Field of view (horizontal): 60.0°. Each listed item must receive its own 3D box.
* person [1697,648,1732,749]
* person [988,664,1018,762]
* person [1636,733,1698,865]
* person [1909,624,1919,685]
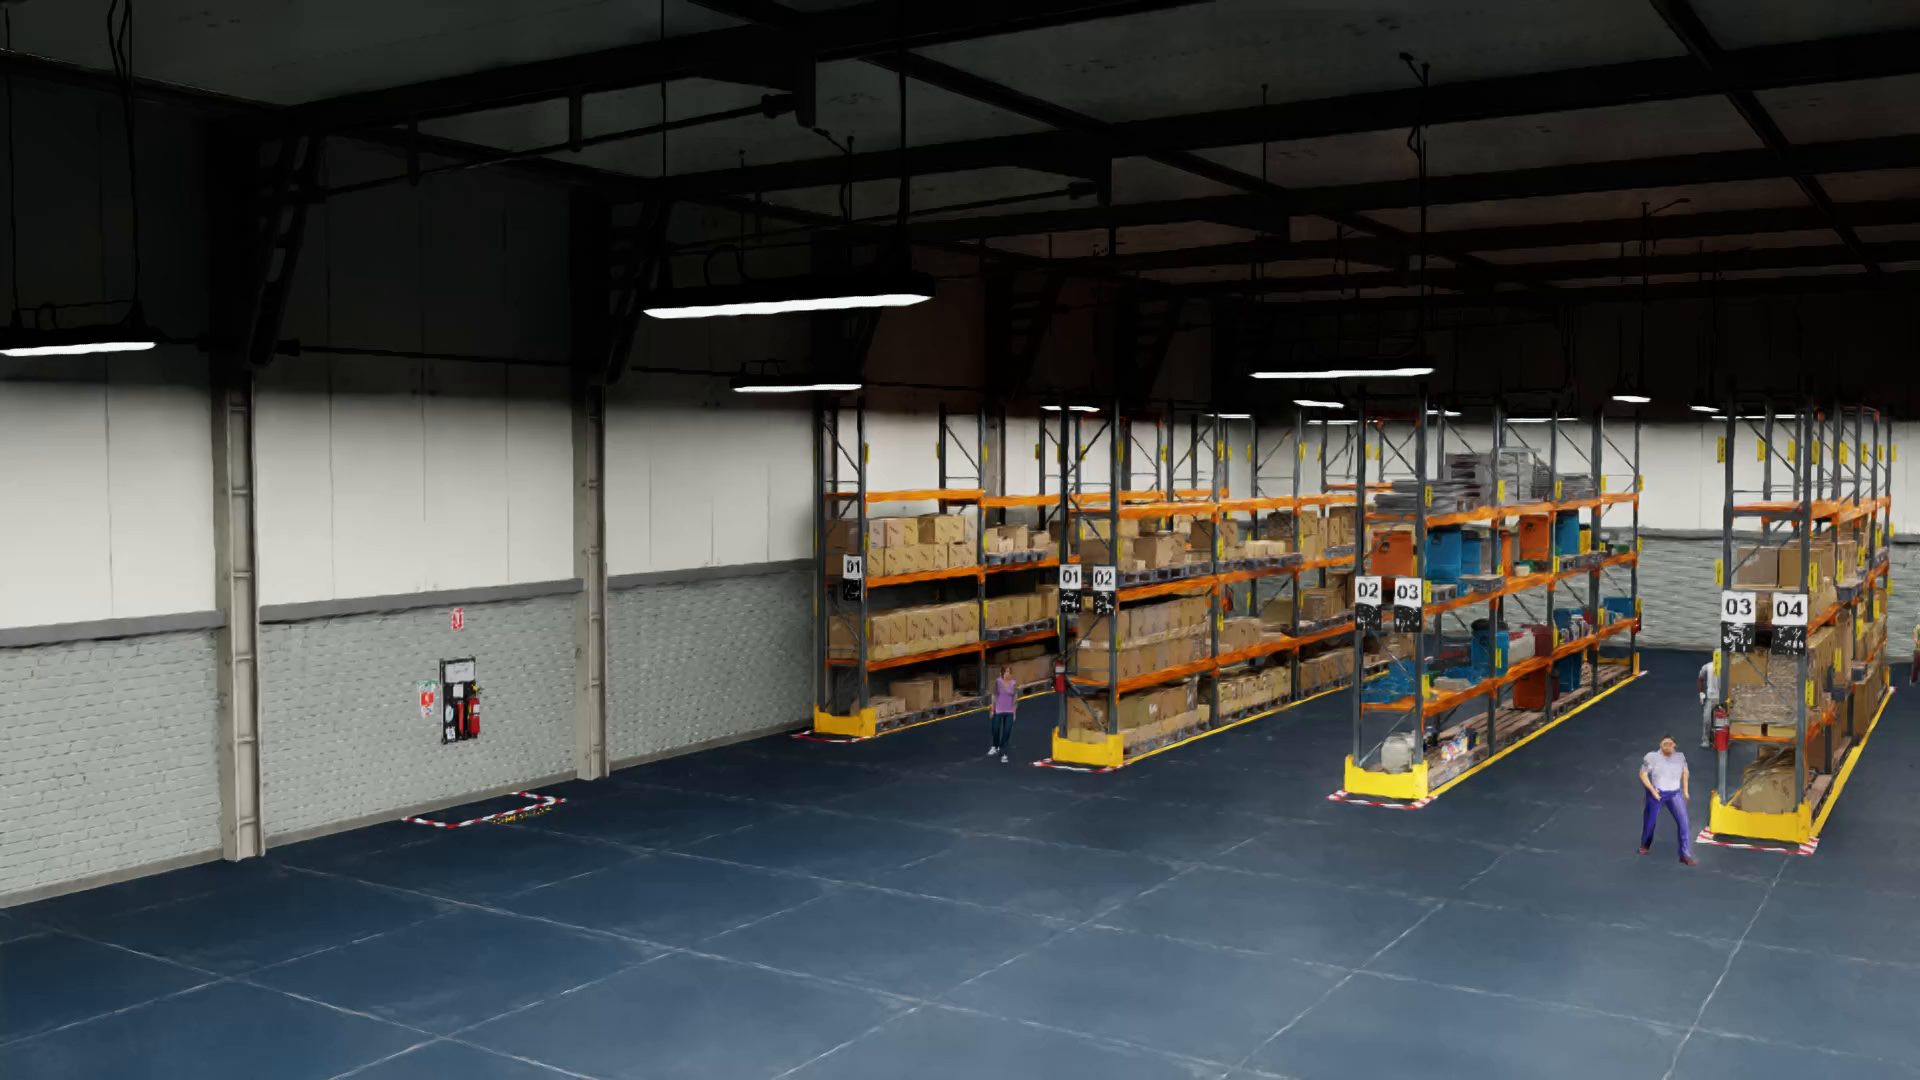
[{"bbox_3d":[12.795,2.671,28.026,0.702,1.735,0.549,2,3,31],"label":"person"},{"bbox_3d":[0.696,2.793,27.025,0.476,1.591,0.481,0,3,-4],"label":"person"},{"bbox_3d":[8.680,3.130,20.431,0.655,1.578,0.823,1,3,15],"label":"person"},{"bbox_3d":[20.585,2.331,35.421,0.624,1.604,0.811,1,3,14],"label":"person"}]
